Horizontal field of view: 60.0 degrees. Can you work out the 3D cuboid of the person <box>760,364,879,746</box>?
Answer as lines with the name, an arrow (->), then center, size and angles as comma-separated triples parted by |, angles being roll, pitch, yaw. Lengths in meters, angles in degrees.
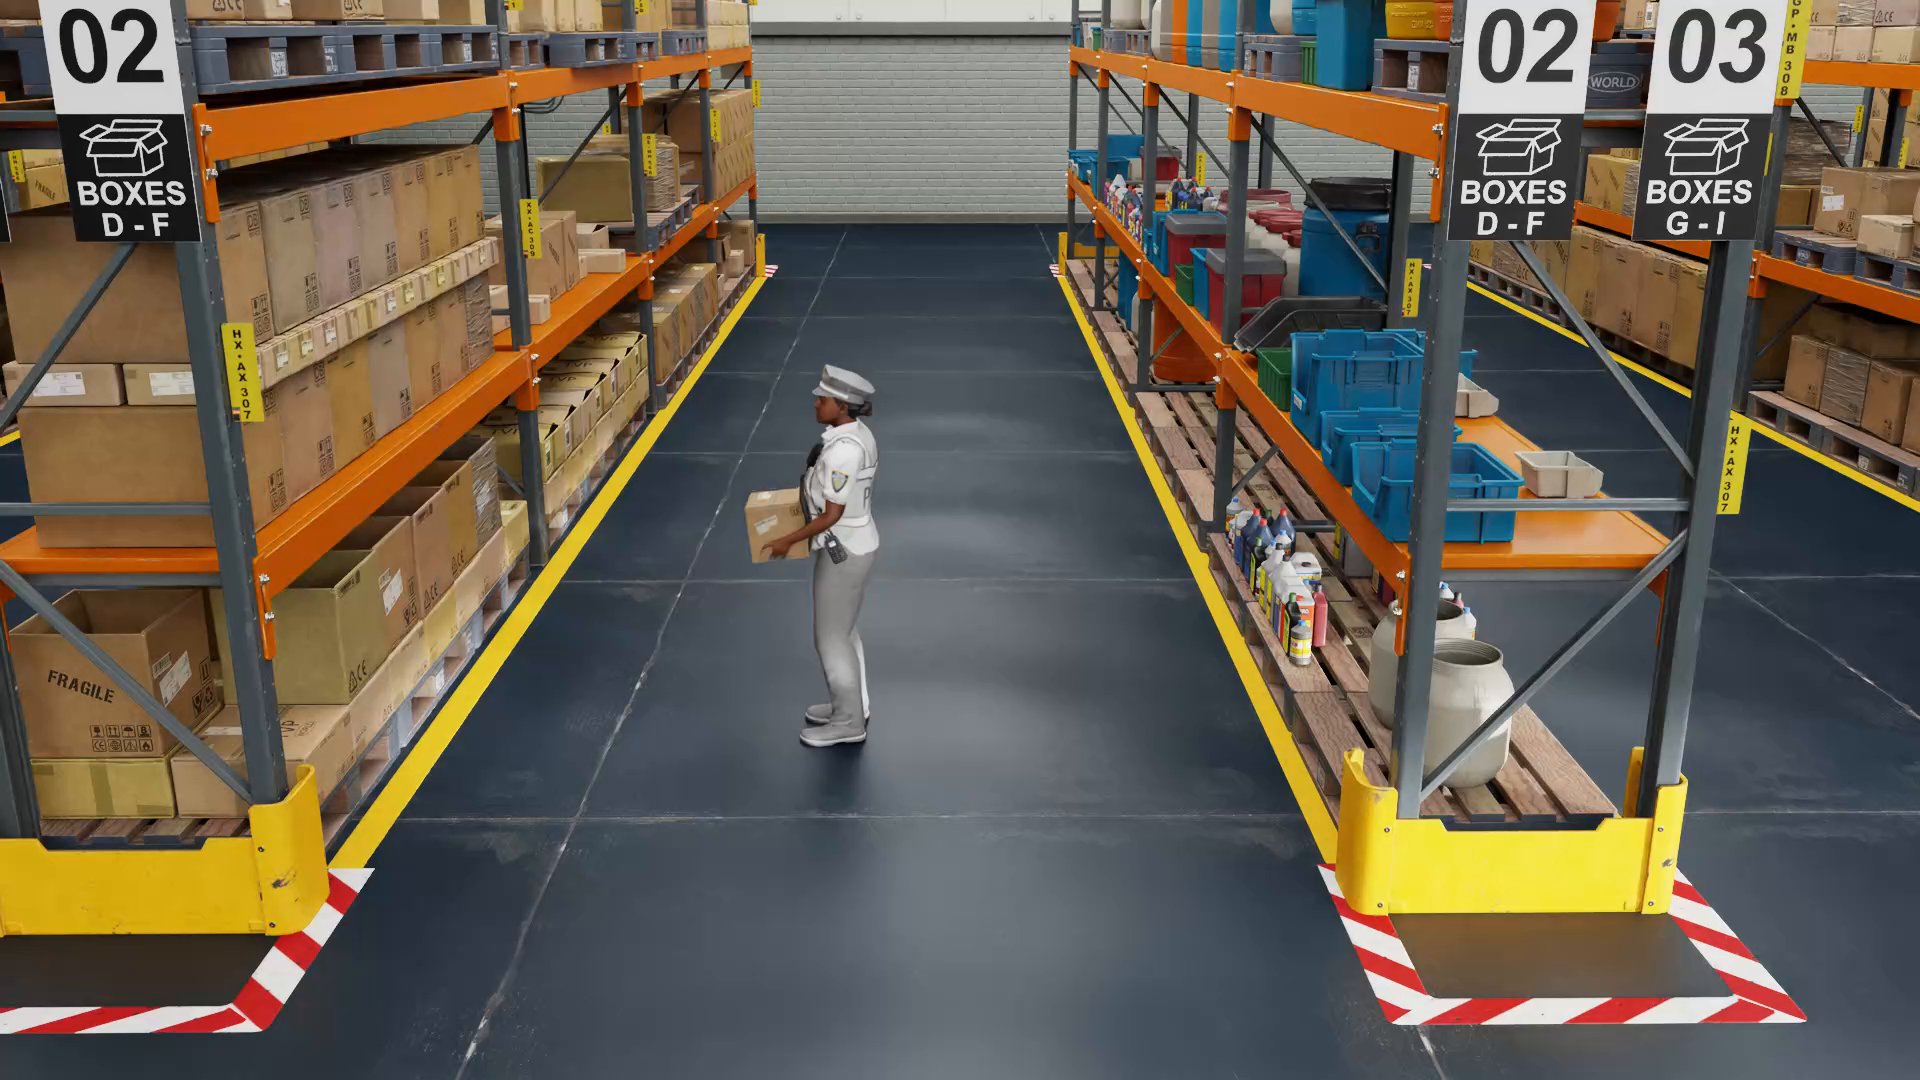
person -> -0.608, 0.063, 7.306 | 0.508, 1.681, 0.464 | 0, 17, -1
